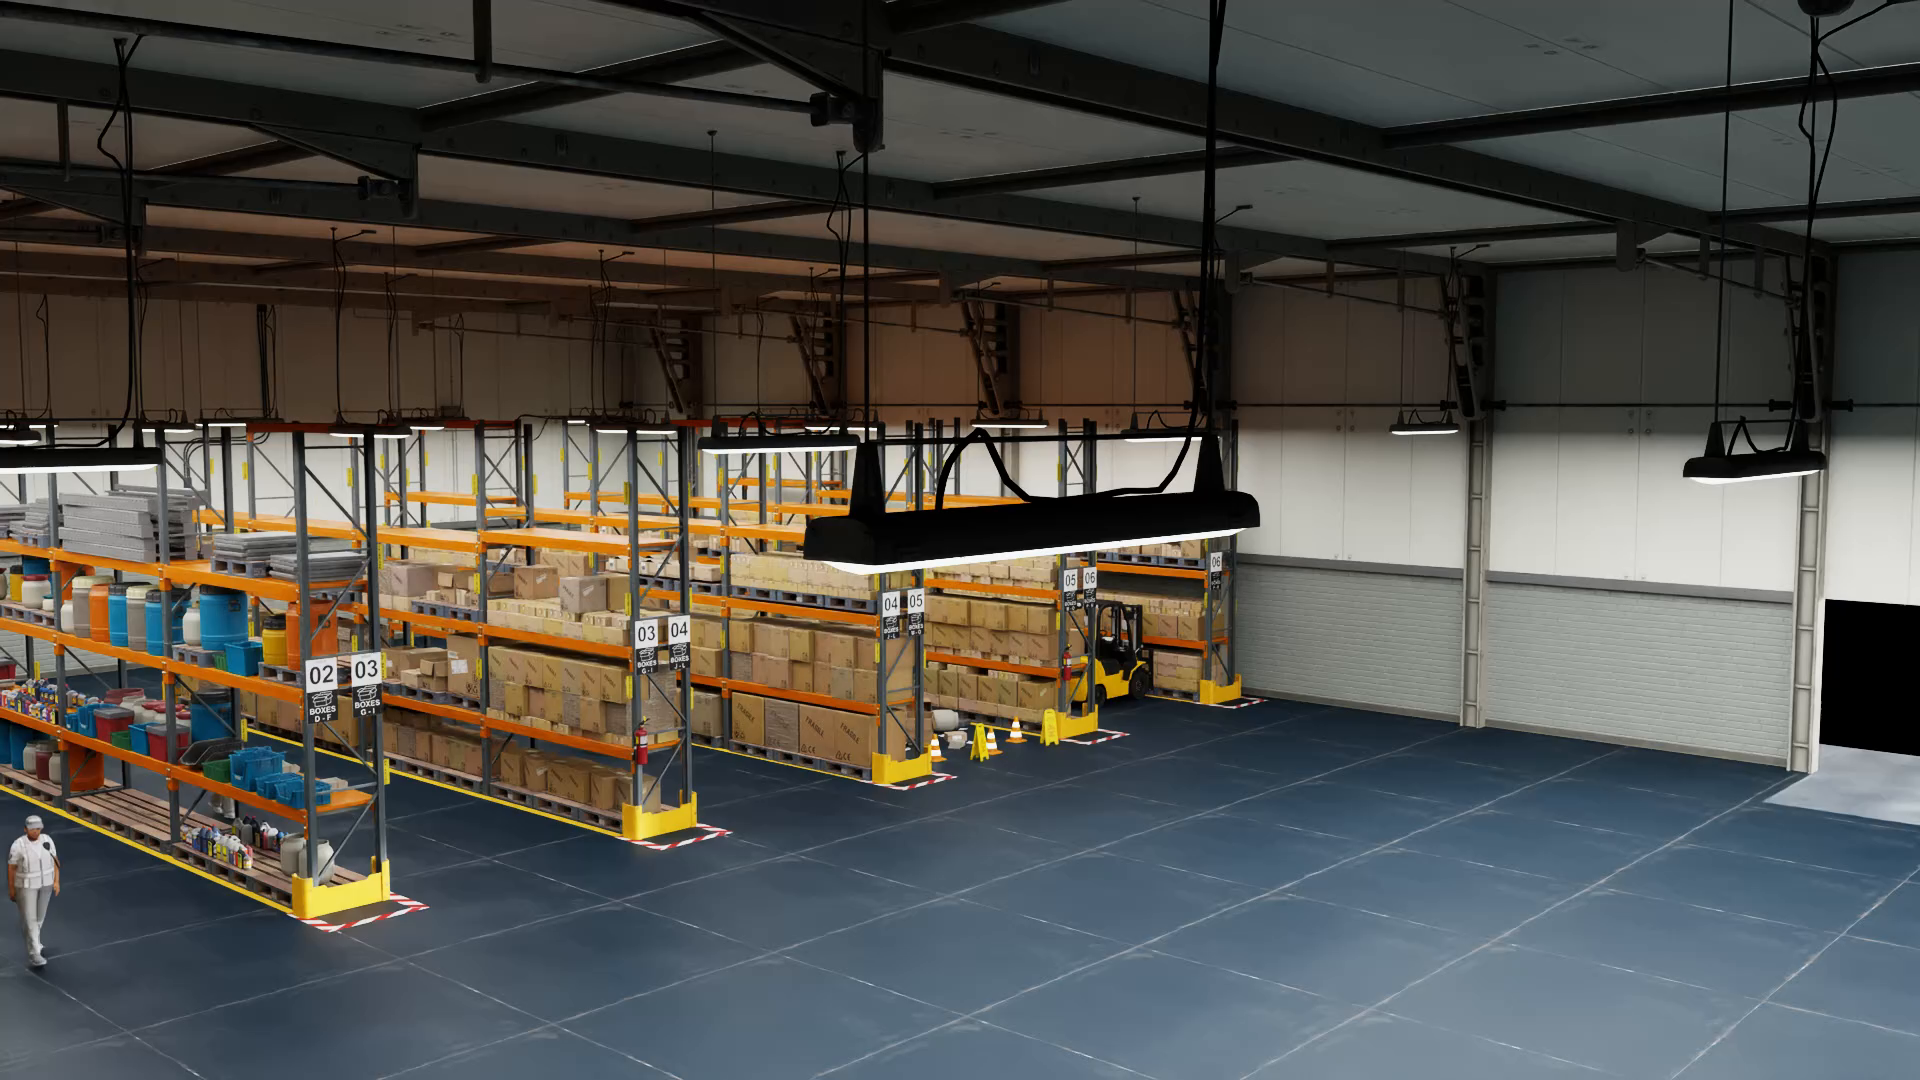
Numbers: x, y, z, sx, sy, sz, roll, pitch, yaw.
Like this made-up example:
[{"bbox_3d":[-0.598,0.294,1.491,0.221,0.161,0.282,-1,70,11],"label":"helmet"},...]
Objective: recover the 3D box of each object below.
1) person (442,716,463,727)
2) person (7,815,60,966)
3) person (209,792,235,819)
[{"bbox_3d":[-9.717,2.936,31.660,0.981,1.588,0.445,3,5,32],"label":"person"},{"bbox_3d":[-10.532,3.951,18.970,0.949,1.616,0.516,3,6,34],"label":"person"},{"bbox_3d":[-11.316,3.412,25.552,0.765,1.665,0.554,1,5,15],"label":"person"}]
